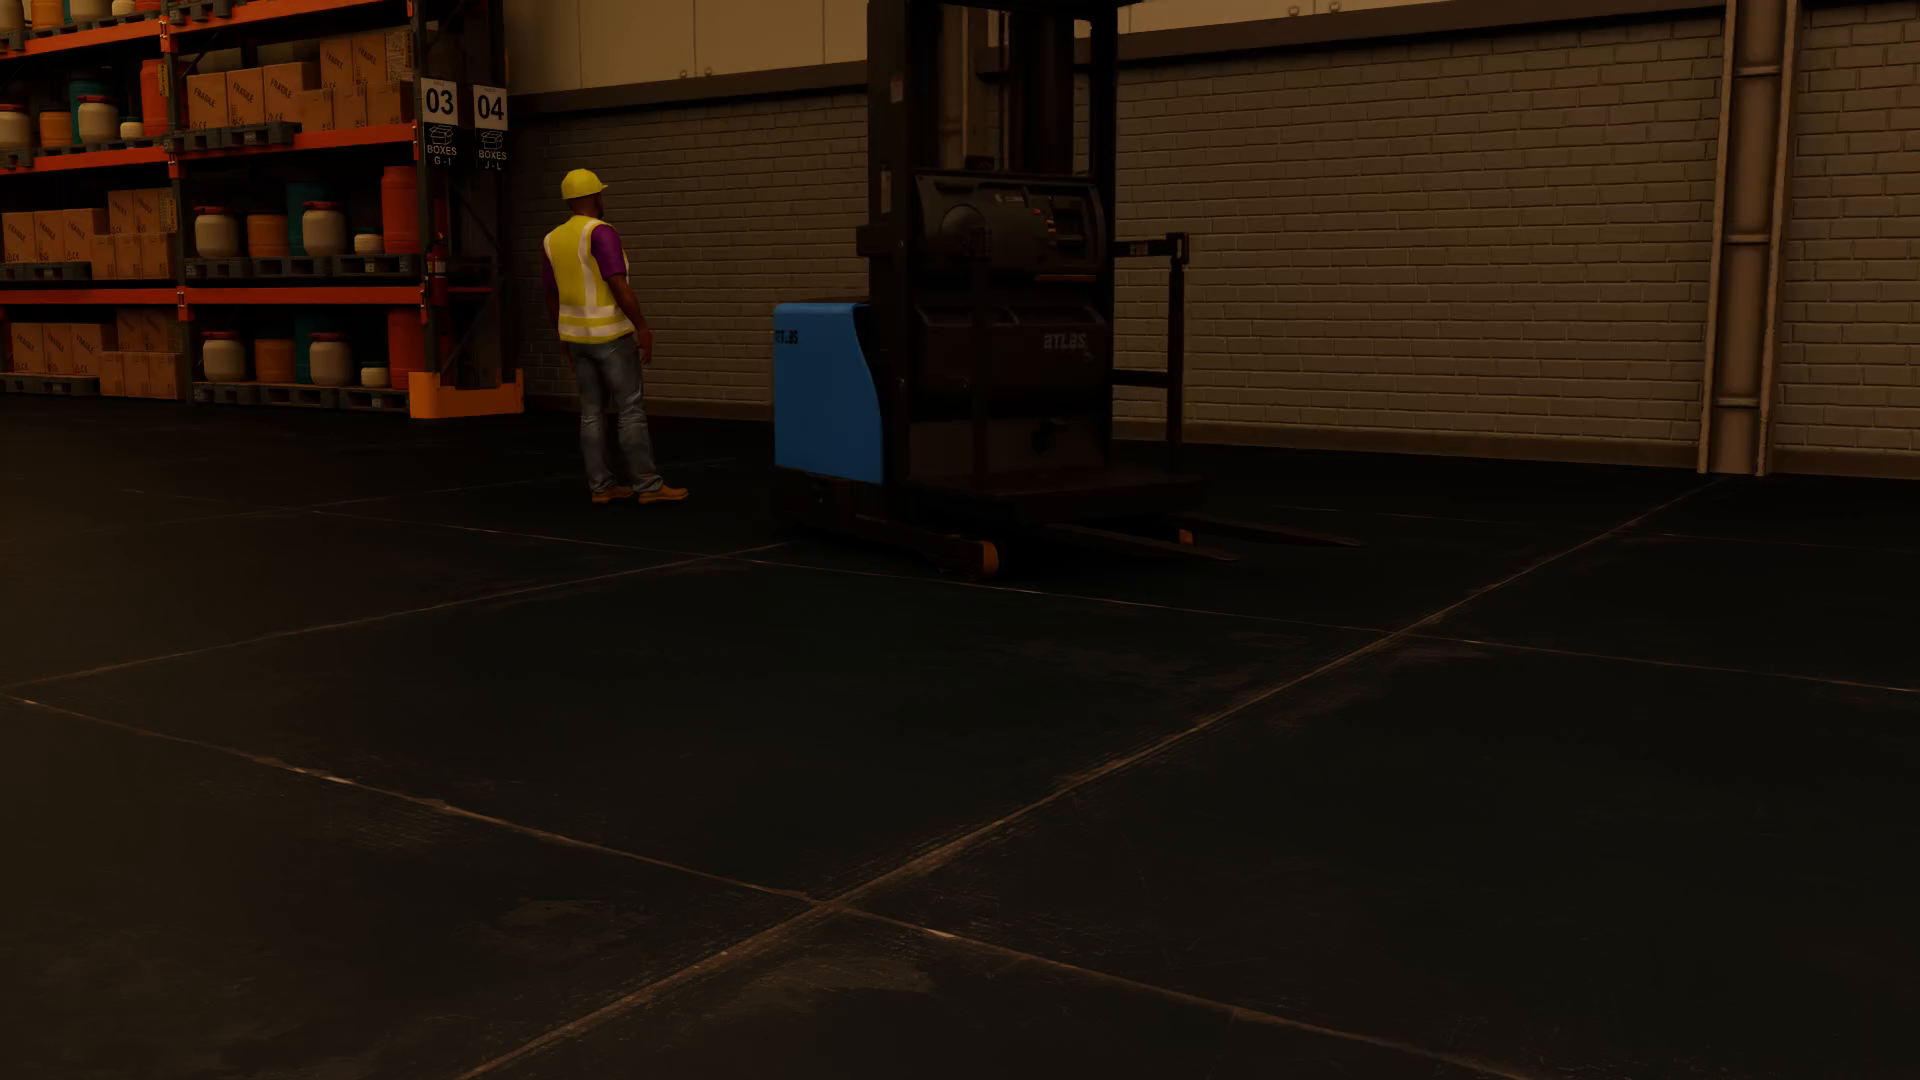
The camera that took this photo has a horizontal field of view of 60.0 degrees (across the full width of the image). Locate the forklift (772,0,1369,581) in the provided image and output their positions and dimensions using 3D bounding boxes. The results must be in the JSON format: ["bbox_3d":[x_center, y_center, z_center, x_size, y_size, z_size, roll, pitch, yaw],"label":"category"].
[{"bbox_3d":[0.340,-1.366,6.798,1.130,2.935,3.031,-5,10,-33],"label":"forklift"}]

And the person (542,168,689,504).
[{"bbox_3d":[-1.873,-1.084,8.902,0.666,1.765,0.578,6,10,35],"label":"person"}]
